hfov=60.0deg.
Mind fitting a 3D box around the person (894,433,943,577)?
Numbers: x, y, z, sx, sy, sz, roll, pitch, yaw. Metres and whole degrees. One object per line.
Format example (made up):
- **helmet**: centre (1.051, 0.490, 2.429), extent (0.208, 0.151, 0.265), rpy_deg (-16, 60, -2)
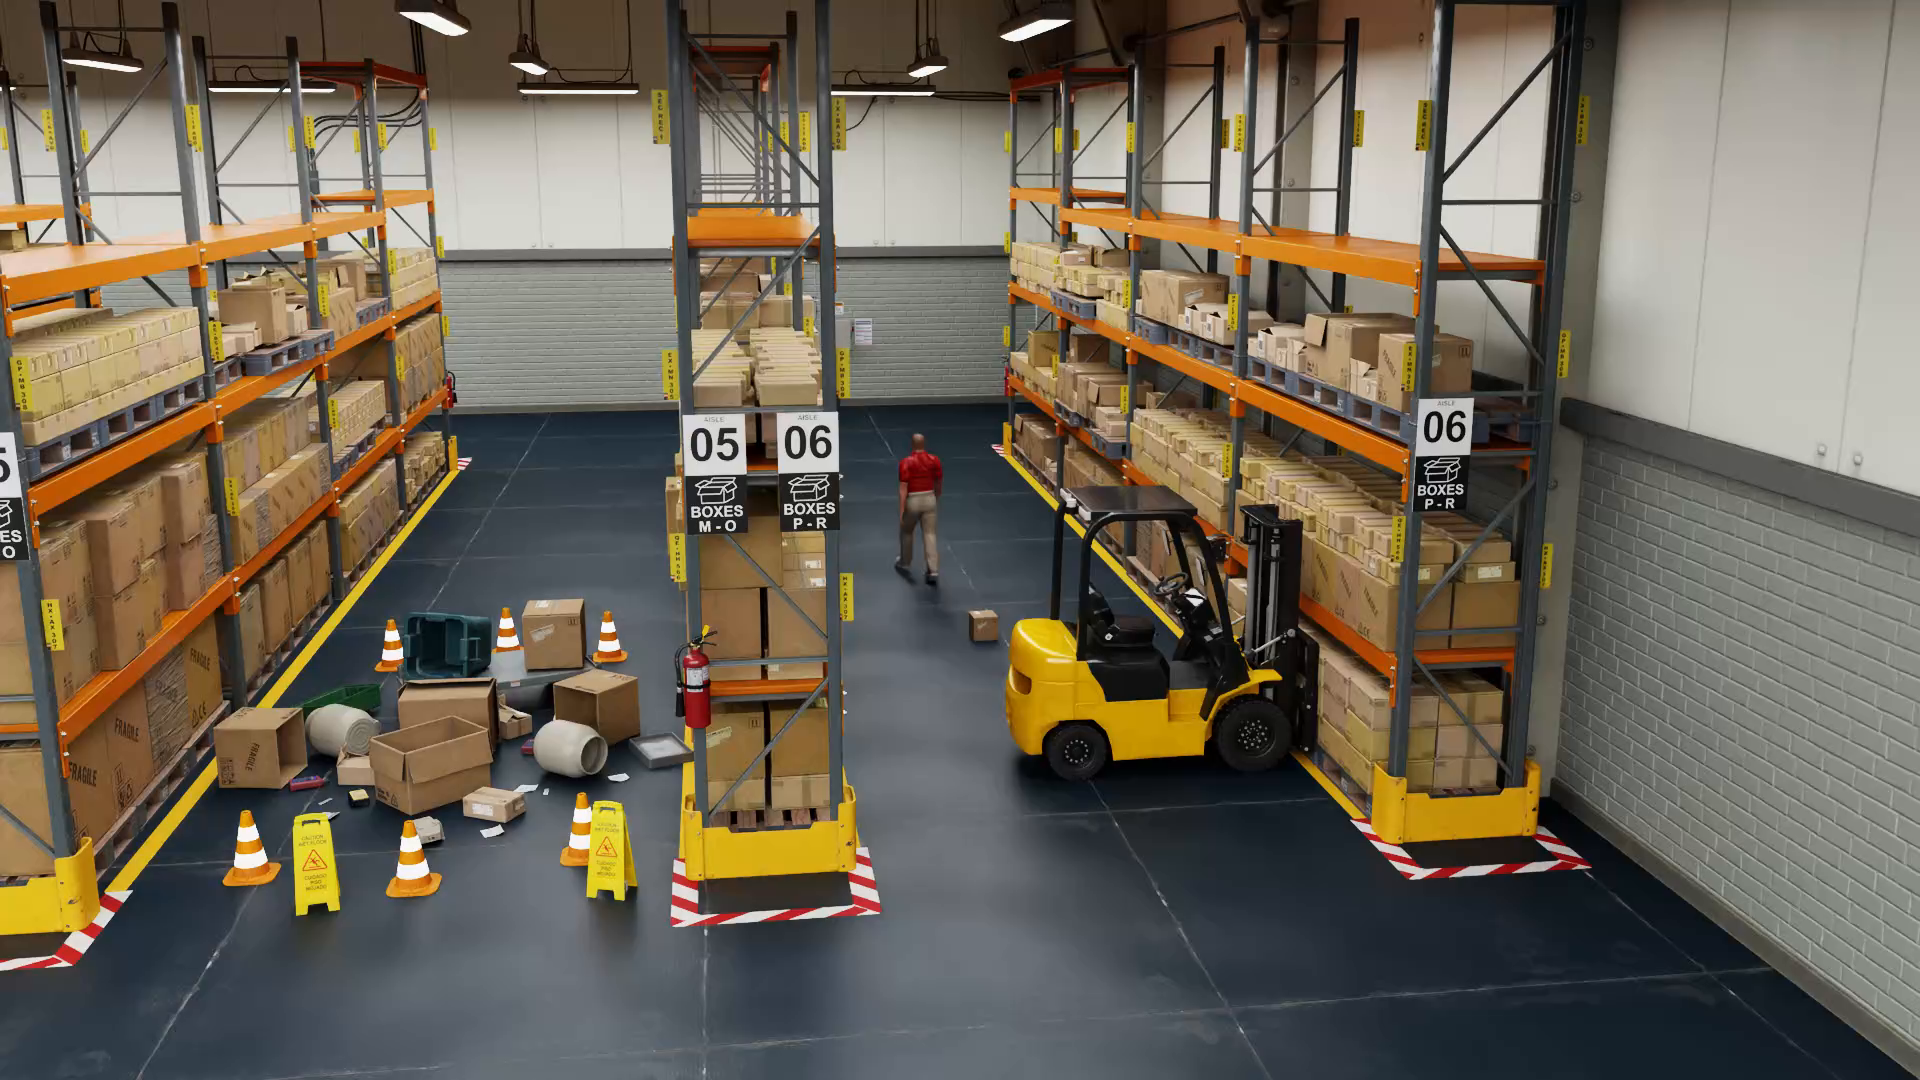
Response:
- **person**: centre (-0.481, -0.433, 19.385), extent (0.565, 1.670, 1.039), rpy_deg (-4, 14, -15)
